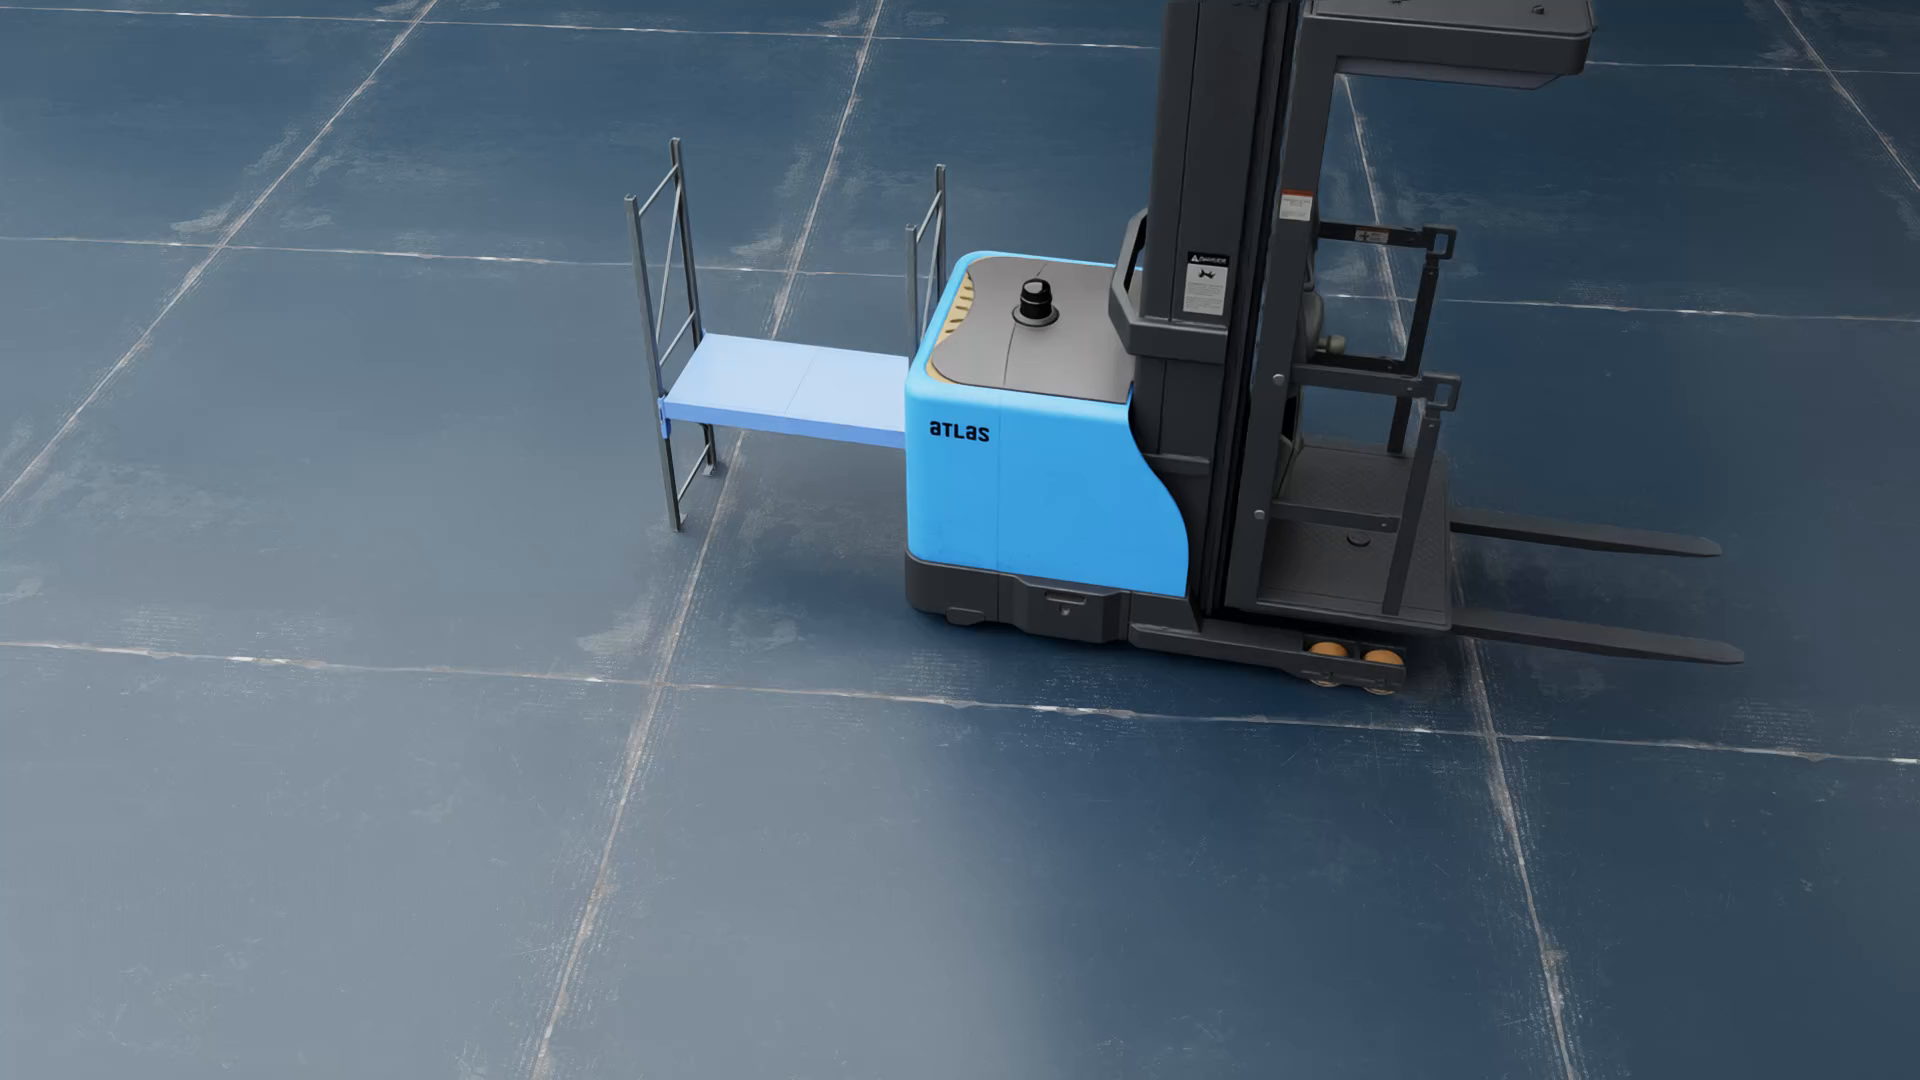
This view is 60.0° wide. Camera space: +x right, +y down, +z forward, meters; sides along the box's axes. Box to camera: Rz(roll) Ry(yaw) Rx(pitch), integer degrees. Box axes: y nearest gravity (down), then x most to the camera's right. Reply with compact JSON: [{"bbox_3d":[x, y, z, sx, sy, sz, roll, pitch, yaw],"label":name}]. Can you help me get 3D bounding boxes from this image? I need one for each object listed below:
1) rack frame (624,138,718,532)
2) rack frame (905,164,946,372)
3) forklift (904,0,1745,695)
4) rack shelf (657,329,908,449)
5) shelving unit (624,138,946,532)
[{"bbox_3d":[-1.113,-0.769,6.506,0.032,1.500,0.500,8,40,9],"label":"rack frame"},{"bbox_3d":[-0.120,-0.632,6.338,0.032,1.500,0.500,8,40,9],"label":"rack frame"},{"bbox_3d":[1.363,-0.943,5.586,3.031,2.935,1.130,8,40,10],"label":"forklift"},{"bbox_3d":[-0.617,-0.561,6.536,1.000,0.185,0.538,8,40,9],"label":"rack shelf"},{"bbox_3d":[-0.617,-0.700,6.422,1.048,1.500,0.538,8,40,9],"label":"shelving unit"}]
